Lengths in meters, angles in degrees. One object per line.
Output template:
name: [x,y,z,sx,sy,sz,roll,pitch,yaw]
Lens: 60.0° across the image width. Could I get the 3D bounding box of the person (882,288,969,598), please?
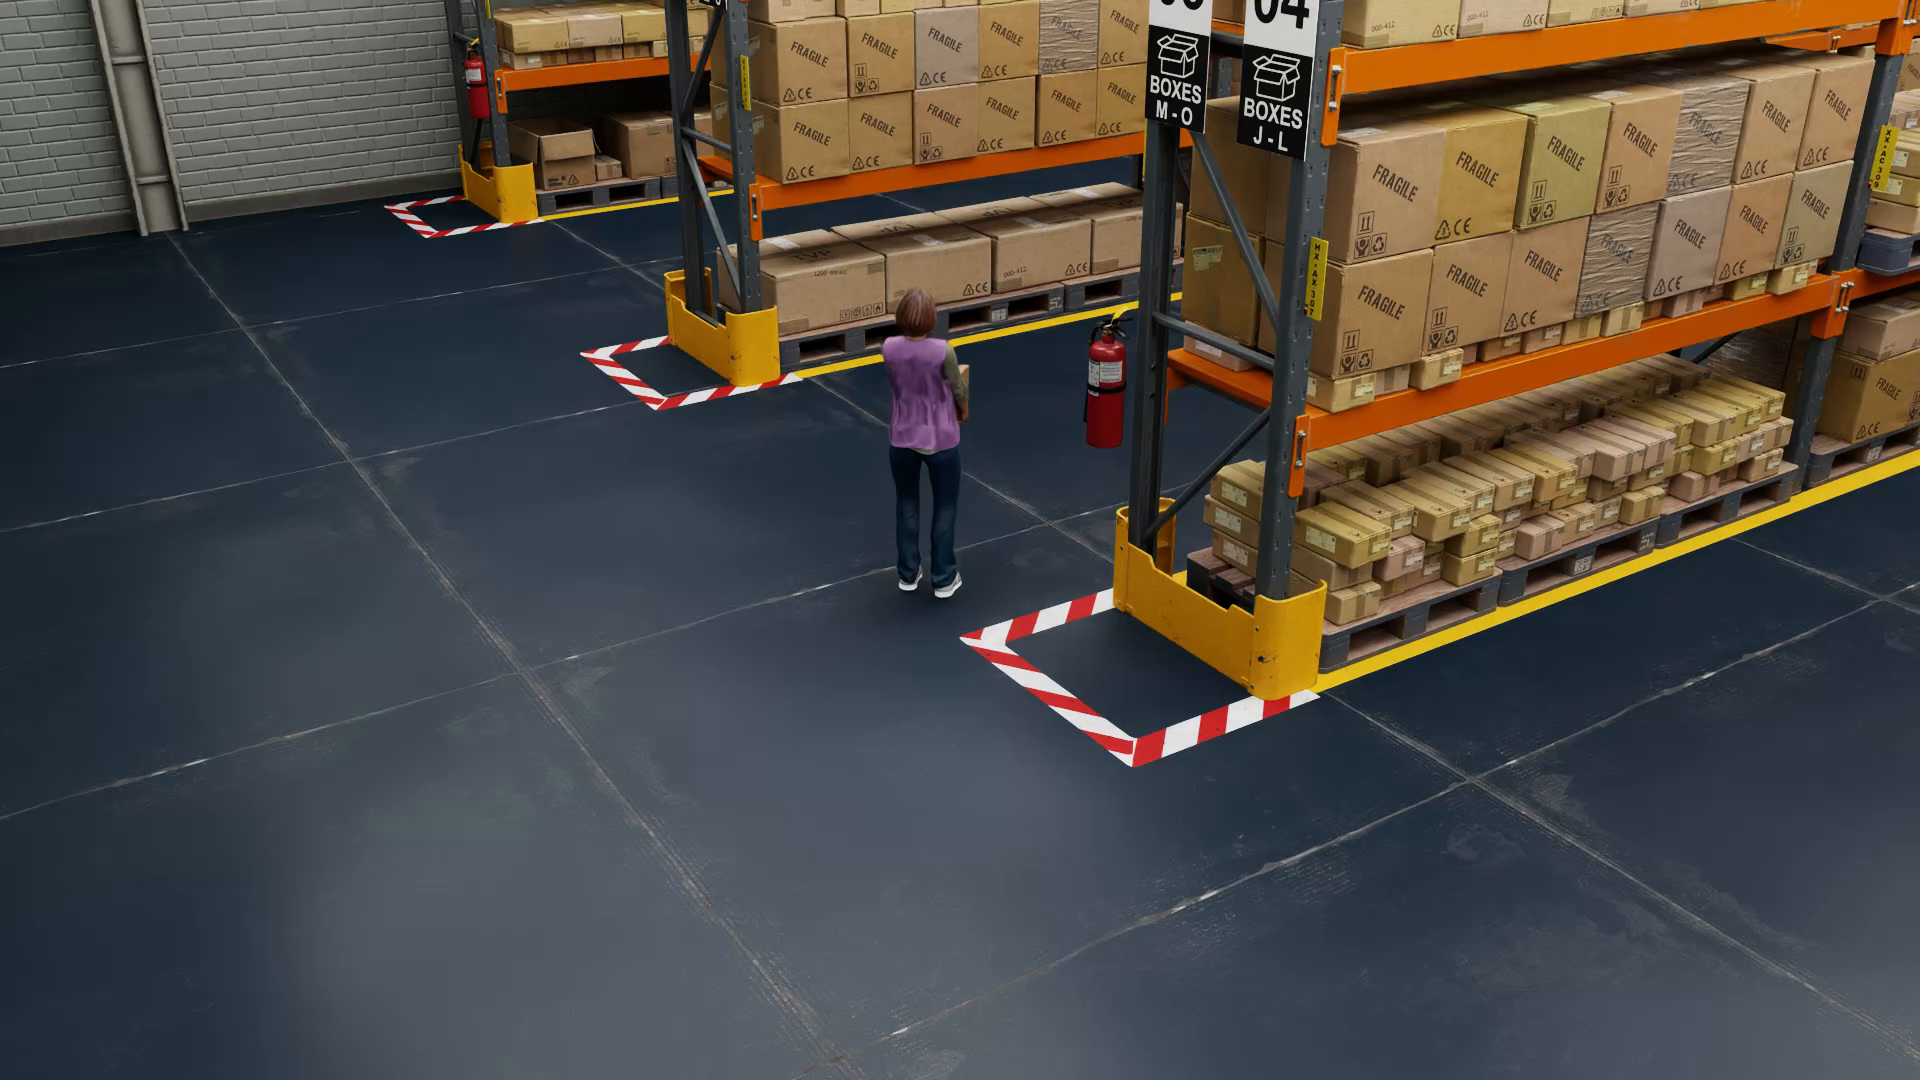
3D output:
person: [-0.154,-0.502,8.180,0.404,1.594,0.494,6,26,13]
